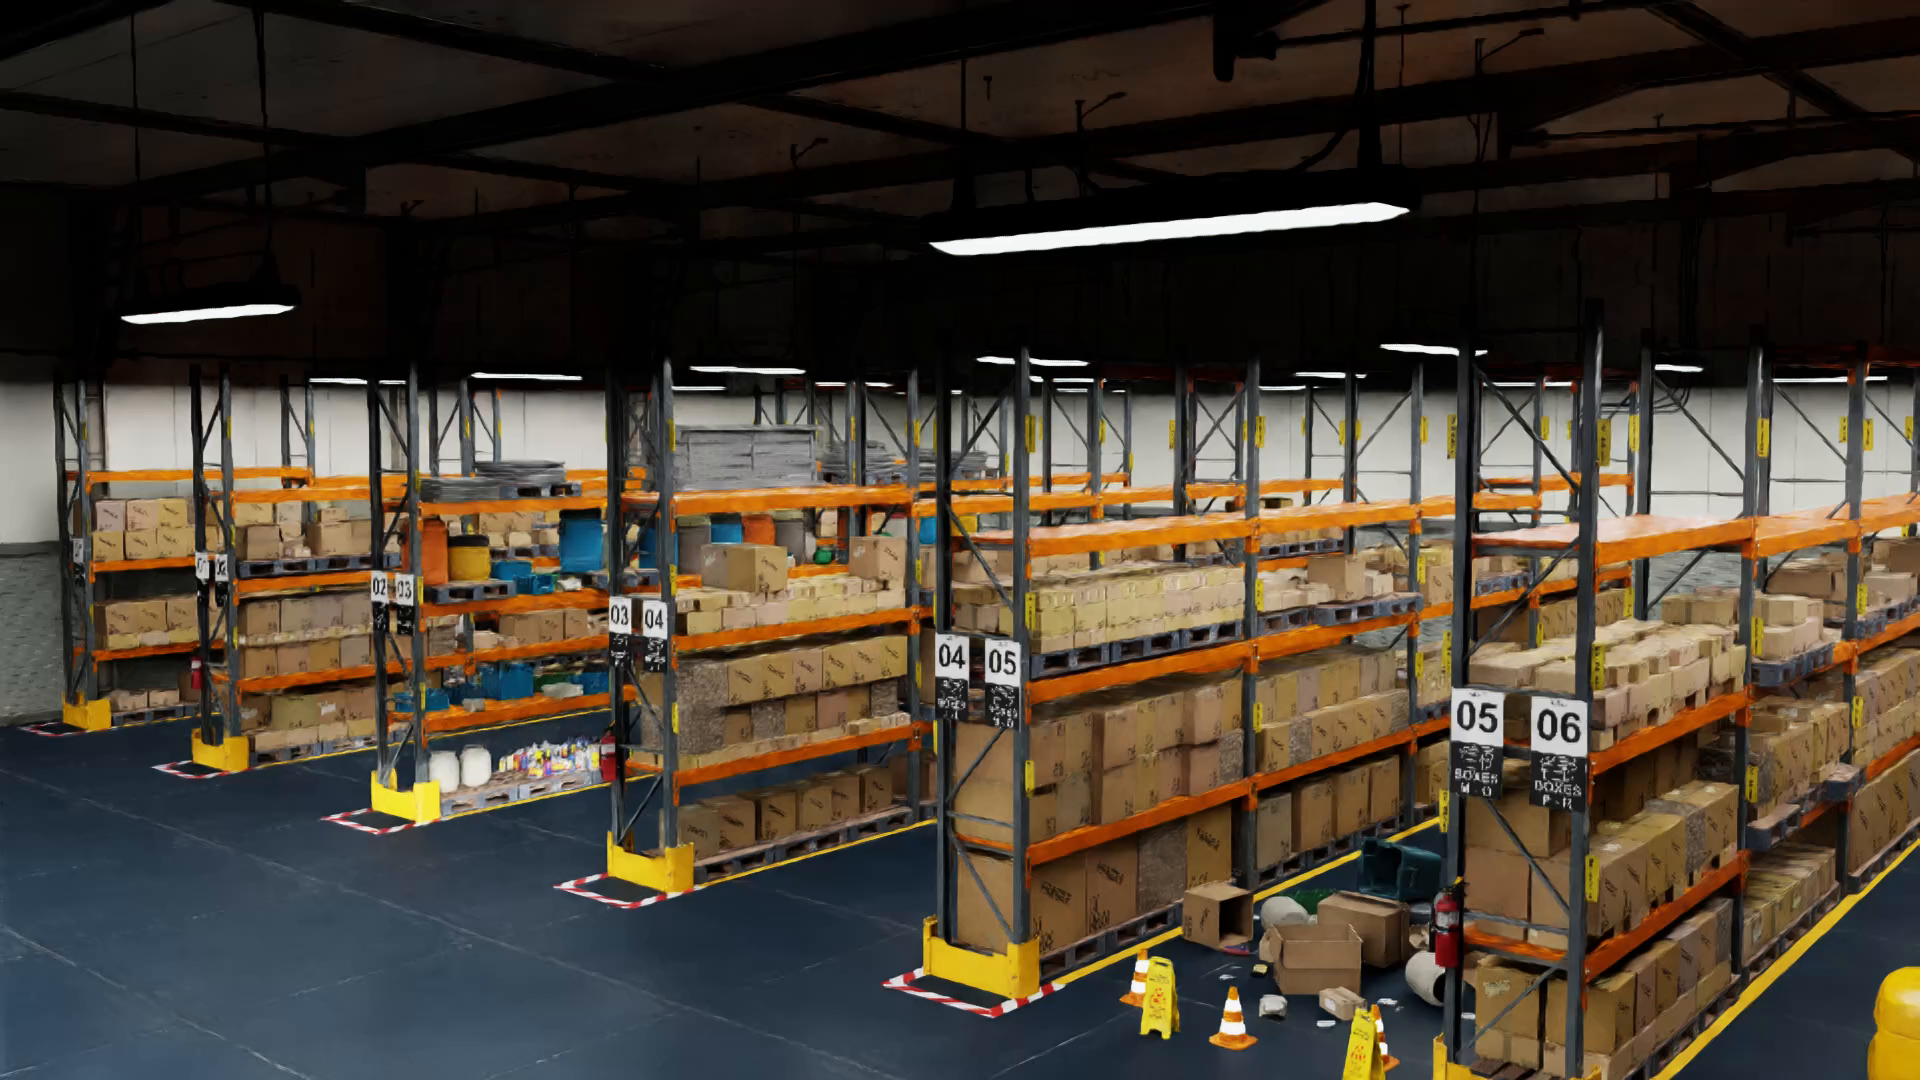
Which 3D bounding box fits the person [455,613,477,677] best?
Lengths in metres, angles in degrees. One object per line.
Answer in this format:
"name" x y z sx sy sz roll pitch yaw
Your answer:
"person" -9.639 1.995 31.996 0.569 1.709 1.034 3 5 31
